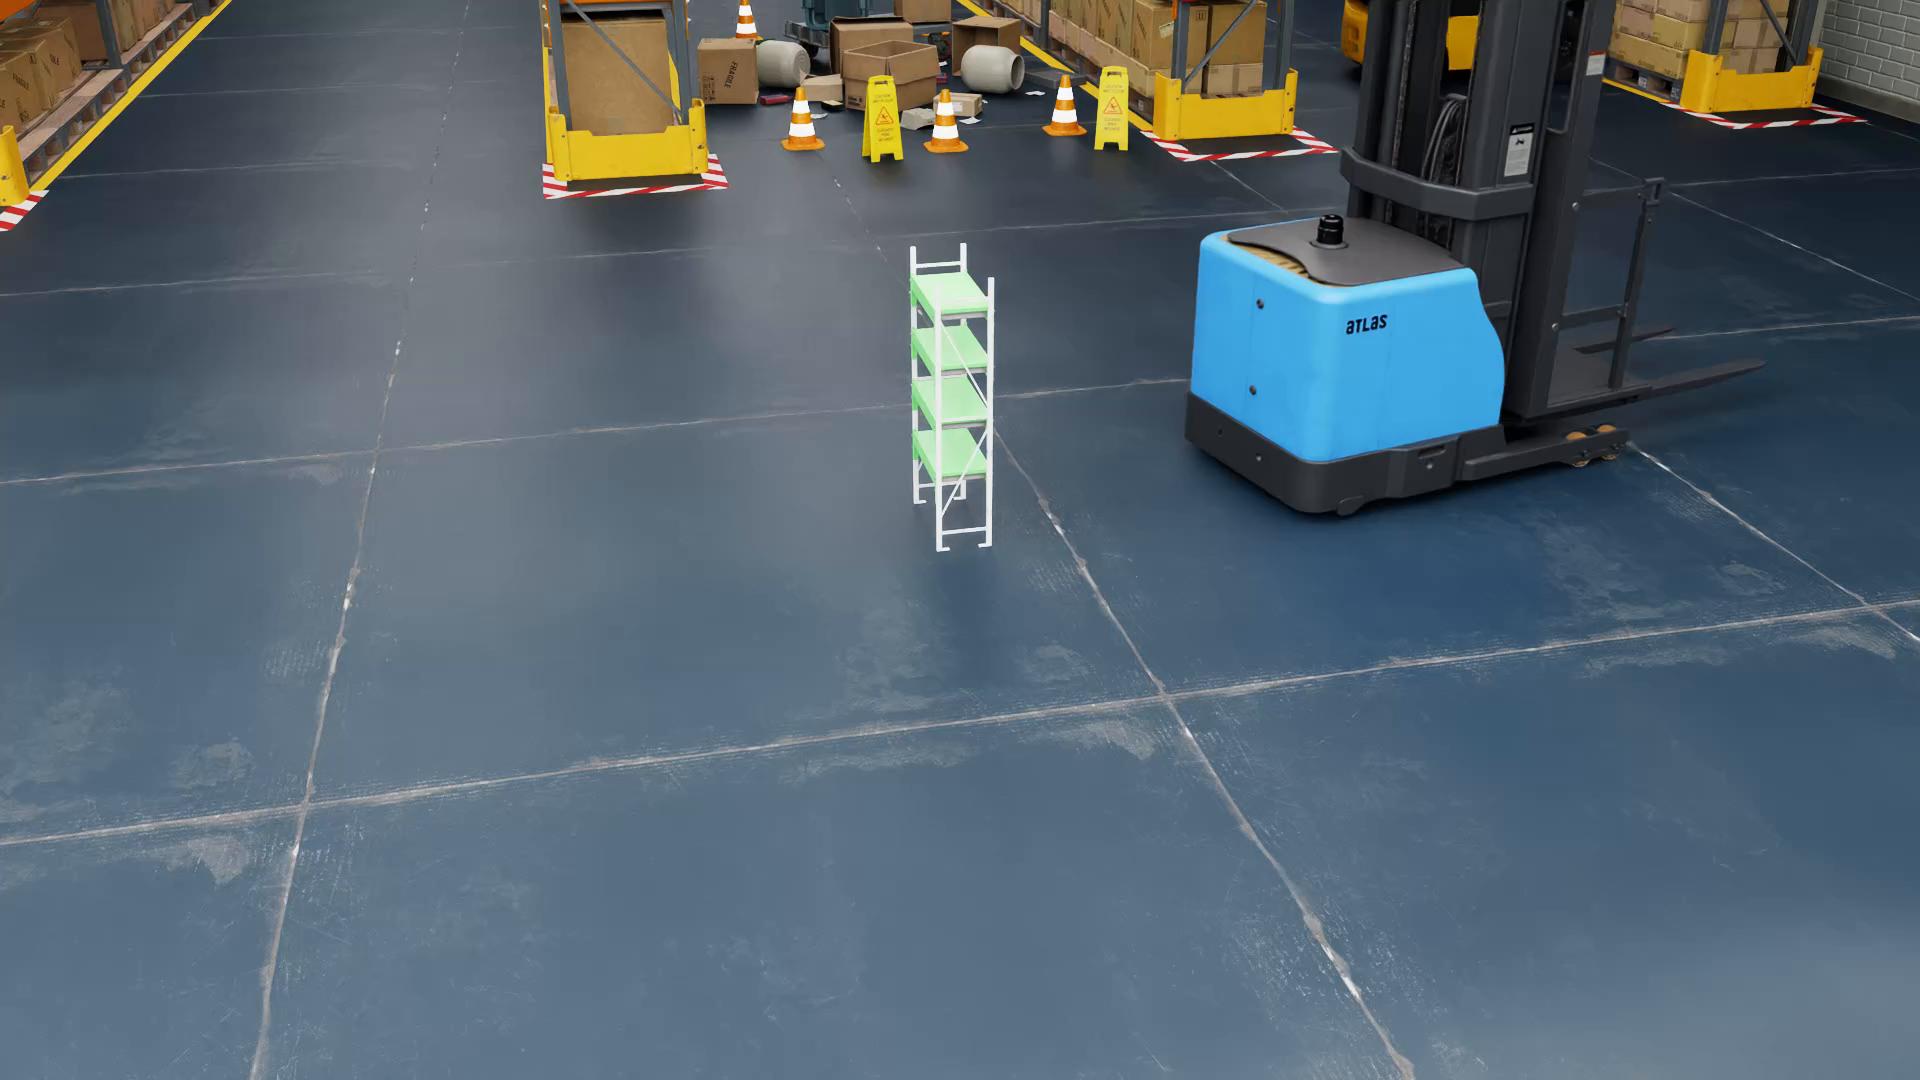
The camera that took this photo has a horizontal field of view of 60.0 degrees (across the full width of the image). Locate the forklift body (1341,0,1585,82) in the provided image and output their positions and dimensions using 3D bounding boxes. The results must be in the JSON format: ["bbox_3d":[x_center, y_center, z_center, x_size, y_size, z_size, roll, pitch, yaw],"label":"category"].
[{"bbox_3d":[4.874,-5.533,15.826,2.313,2.155,1.214,-6,27,-12],"label":"forklift body"}]

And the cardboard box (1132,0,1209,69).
[{"bbox_3d":[1.809,-4.379,14.351,0.500,0.500,0.500,-6,27,-11],"label":"cardboard box"}]

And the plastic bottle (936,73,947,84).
[{"bbox_3d":[-0.195,-4.447,15.992,0.133,0.061,0.283,-1,27,-3],"label":"plastic bottle"}]

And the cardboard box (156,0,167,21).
[{"bbox_3d":[-8.907,-5.811,17.720,0.700,0.500,0.500,-8,28,-16],"label":"cardboard box"}]

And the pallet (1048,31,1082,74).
[{"bbox_3d":[1.528,-4.979,16.881,1.003,0.211,1.213,-6,27,-12],"label":"pallet"}]

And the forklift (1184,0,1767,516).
[{"bbox_3d":[2.648,-1.857,7.675,3.031,2.935,1.130,-12,29,-23],"label":"forklift"}]

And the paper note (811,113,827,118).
[{"bbox_3d":[-1.247,-3.729,14.605,0.144,0.017,0.142,3,27,6],"label":"paper note"}]

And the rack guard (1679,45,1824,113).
[{"bbox_3d":[7.084,-4.139,14.895,1.175,0.500,0.348,-6,27,-12],"label":"rack guard"}]

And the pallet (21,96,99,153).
[{"bbox_3d":[-7.849,-3.436,13.824,1.003,0.211,1.213,-6,27,-12],"label":"pallet"}]

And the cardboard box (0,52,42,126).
[{"bbox_3d":[-7.827,-3.636,13.433,0.500,0.500,0.500,-3,27,-7],"label":"cardboard box"}]

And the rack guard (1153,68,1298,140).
[{"bbox_3d":[2.226,-3.677,13.980,1.175,0.500,0.348,-6,27,-12],"label":"rack guard"}]

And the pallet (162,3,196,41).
[{"bbox_3d":[-9.040,-5.677,18.263,1.003,0.211,1.213,-6,27,-12],"label":"pallet"}]

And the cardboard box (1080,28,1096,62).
[{"bbox_3d":[1.465,-4.723,15.864,0.500,0.250,0.500,-6,27,-12],"label":"cardboard box"}]

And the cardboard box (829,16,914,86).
[{"bbox_3d":[-0.838,-4.629,15.713,0.797,0.637,0.503,-6,27,-12],"label":"cardboard box"}]

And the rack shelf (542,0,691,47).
[{"bbox_3d":[-3.007,-4.769,14.168,1.077,0.370,4.000,-6,27,-12],"label":"rack shelf"}]

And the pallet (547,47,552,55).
[{"bbox_3d":[-3.705,-5.055,17.030,1.003,0.211,1.213,-6,27,-12],"label":"pallet"}]

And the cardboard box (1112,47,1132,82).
[{"bbox_3d":[1.690,-4.275,14.977,0.500,0.250,0.500,-6,27,-11],"label":"cardboard box"}]

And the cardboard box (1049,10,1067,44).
[{"bbox_3d":[1.212,-5.189,16.787,0.500,0.250,0.500,-7,28,-14],"label":"cardboard box"}]

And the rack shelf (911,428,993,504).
[{"bbox_3d":[-0.037,-0.337,7.261,0.258,0.148,0.480,-6,27,-12],"label":"rack shelf"}]

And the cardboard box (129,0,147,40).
[{"bbox_3d":[-8.646,-5.318,16.744,0.700,0.500,0.500,-8,28,-16],"label":"cardboard box"}]

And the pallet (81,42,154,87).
[{"bbox_3d":[-8.490,-4.606,16.141,1.003,0.211,1.213,-6,27,-12],"label":"pallet"}]

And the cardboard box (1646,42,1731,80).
[{"bbox_3d":[6.665,-4.399,15.222,0.500,0.250,0.500,-6,27,-11],"label":"cardboard box"}]

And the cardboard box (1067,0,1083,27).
[{"bbox_3d":[1.344,-5.290,16.155,0.500,0.500,0.500,-5,27,-10],"label":"cardboard box"}]

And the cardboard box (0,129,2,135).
[{"bbox_3d":[-7.536,-3.101,12.372,0.500,0.500,0.500,-1,27,-2],"label":"cardboard box"}]

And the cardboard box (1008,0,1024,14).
[{"bbox_3d":[1.056,-6.075,18.407,0.950,0.372,0.625,-4,27,-8],"label":"cardboard box"}]

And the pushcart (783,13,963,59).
[{"bbox_3d":[-0.868,-5.091,16.918,1.648,0.377,0.936,-16,31,-29],"label":"pushcart"}]

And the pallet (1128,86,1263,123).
[{"bbox_3d":[2.077,-3.908,14.759,1.003,0.211,1.213,-6,27,-12],"label":"pallet"}]

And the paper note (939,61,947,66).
[{"bbox_3d":[-0.201,-4.784,16.694,0.148,0.019,0.142,-6,27,-12],"label":"paper note"}]

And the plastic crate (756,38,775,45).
[{"bbox_3d":[-2.143,-4.796,16.479,0.450,0.188,0.662,-2,25,20],"label":"plastic crate"}]

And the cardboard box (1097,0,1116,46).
[{"bbox_3d":[1.581,-4.830,15.244,0.500,0.500,0.500,-7,28,-13],"label":"cardboard box"}]

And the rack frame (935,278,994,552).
[{"bbox_3d":[0.018,-0.501,6.911,0.240,1.200,0.015,-6,27,-12],"label":"rack frame"}]

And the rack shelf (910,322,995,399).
[{"bbox_3d":[-0.037,-0.766,7.044,0.258,0.148,0.480,-6,27,-12],"label":"rack shelf"}]

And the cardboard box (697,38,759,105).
[{"bbox_3d":[-2.108,-4.276,15.165,0.500,0.500,0.500,-1,27,-3],"label":"cardboard box"}]

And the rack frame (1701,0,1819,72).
[{"bbox_3d":[7.078,-5.265,14.352,1.000,3.000,0.127,-6,27,-12],"label":"rack frame"}]

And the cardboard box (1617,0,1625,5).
[{"bbox_3d":[6.427,-5.286,15.870,0.500,0.250,0.500,-6,27,-11],"label":"cardboard box"}]

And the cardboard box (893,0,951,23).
[{"bbox_3d":[-0.386,-5.544,16.838,0.500,0.500,0.500,-6,27,-12],"label":"cardboard box"}]

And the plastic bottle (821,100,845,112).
[{"bbox_3d":[-1.156,-3.895,14.899,0.133,0.061,0.283,-16,31,-29],"label":"plastic bottle"}]

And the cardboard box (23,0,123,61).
[{"bbox_3d":[-8.431,-4.861,15.838,0.700,0.500,0.500,-8,28,-16],"label":"cardboard box"}]

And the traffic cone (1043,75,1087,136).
[{"bbox_3d":[0.889,-3.685,14.037,0.336,0.463,0.334,-6,27,-12],"label":"traffic cone"}]

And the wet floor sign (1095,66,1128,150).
[{"bbox_3d":[1.244,-3.516,13.501,0.267,0.644,0.232,3,27,6],"label":"wet floor sign"}]

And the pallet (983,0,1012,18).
[{"bbox_3d":[0.886,-6.149,19.198,1.003,0.211,1.213,-6,27,-12],"label":"pallet"}]

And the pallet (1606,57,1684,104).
[{"bbox_3d":[6.865,-4.352,15.637,1.003,0.211,1.213,-6,27,-12],"label":"pallet"}]

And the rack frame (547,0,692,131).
[{"bbox_3d":[-2.557,-4.212,12.267,1.000,3.000,0.127,-6,27,-12],"label":"rack frame"}]

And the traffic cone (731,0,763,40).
[{"bbox_3d":[-2.289,-5.578,17.788,0.336,0.463,0.334,-6,27,-12],"label":"traffic cone"}]

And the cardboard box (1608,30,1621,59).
[{"bbox_3d":[6.458,-4.839,16.094,0.500,0.250,0.500,-6,27,-11],"label":"cardboard box"}]

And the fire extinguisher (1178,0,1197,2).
[{"bbox_3d":[1.820,-4.628,13.176,0.296,0.674,0.183,-6,27,-12],"label":"fire extinguisher"}]

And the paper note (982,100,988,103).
[{"bbox_3d":[0.223,-4.001,15.165,0.032,0.001,0.123,-6,27,-12],"label":"paper note"}]

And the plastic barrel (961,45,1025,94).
[{"bbox_3d":[0.303,-4.362,15.423,0.512,0.421,0.421,13,30,24],"label":"plastic barrel"}]

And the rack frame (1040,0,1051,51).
[{"bbox_3d":[1.342,-6.515,16.830,1.000,3.000,0.127,-6,27,-12],"label":"rack frame"}]

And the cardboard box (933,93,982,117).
[{"bbox_3d":[-0.020,-3.857,14.726,0.380,0.149,0.250,8,28,15],"label":"cardboard box"}]

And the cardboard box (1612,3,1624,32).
[{"bbox_3d":[6.425,-5.076,16.008,0.500,0.250,0.500,-7,28,-13],"label":"cardboard box"}]

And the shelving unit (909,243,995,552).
[{"bbox_3d":[-0.037,-0.608,7.124,0.258,1.200,0.503,-6,27,-12],"label":"shelving unit"}]

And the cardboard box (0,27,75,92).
[{"bbox_3d":[-8.126,-4.150,14.452,0.500,0.500,0.500,2,27,5],"label":"cardboard box"}]

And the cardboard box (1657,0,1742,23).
[{"bbox_3d":[6.671,-4.842,14.990,0.500,0.250,0.500,-5,27,-10],"label":"cardboard box"}]

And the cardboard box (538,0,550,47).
[{"bbox_3d":[-3.686,-5.415,16.680,1.050,0.750,0.750,-6,27,-12],"label":"cardboard box"}]

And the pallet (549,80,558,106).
[{"bbox_3d":[-3.085,-3.845,14.634,1.003,0.211,1.213,-6,27,-12],"label":"pallet"}]

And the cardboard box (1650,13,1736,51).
[{"bbox_3d":[6.664,-4.630,15.125,0.500,0.250,0.500,-6,27,-12],"label":"cardboard box"}]

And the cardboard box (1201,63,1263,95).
[{"bbox_3d":[2.331,-4.102,14.633,0.500,0.250,0.500,-6,27,-12],"label":"cardboard box"}]
